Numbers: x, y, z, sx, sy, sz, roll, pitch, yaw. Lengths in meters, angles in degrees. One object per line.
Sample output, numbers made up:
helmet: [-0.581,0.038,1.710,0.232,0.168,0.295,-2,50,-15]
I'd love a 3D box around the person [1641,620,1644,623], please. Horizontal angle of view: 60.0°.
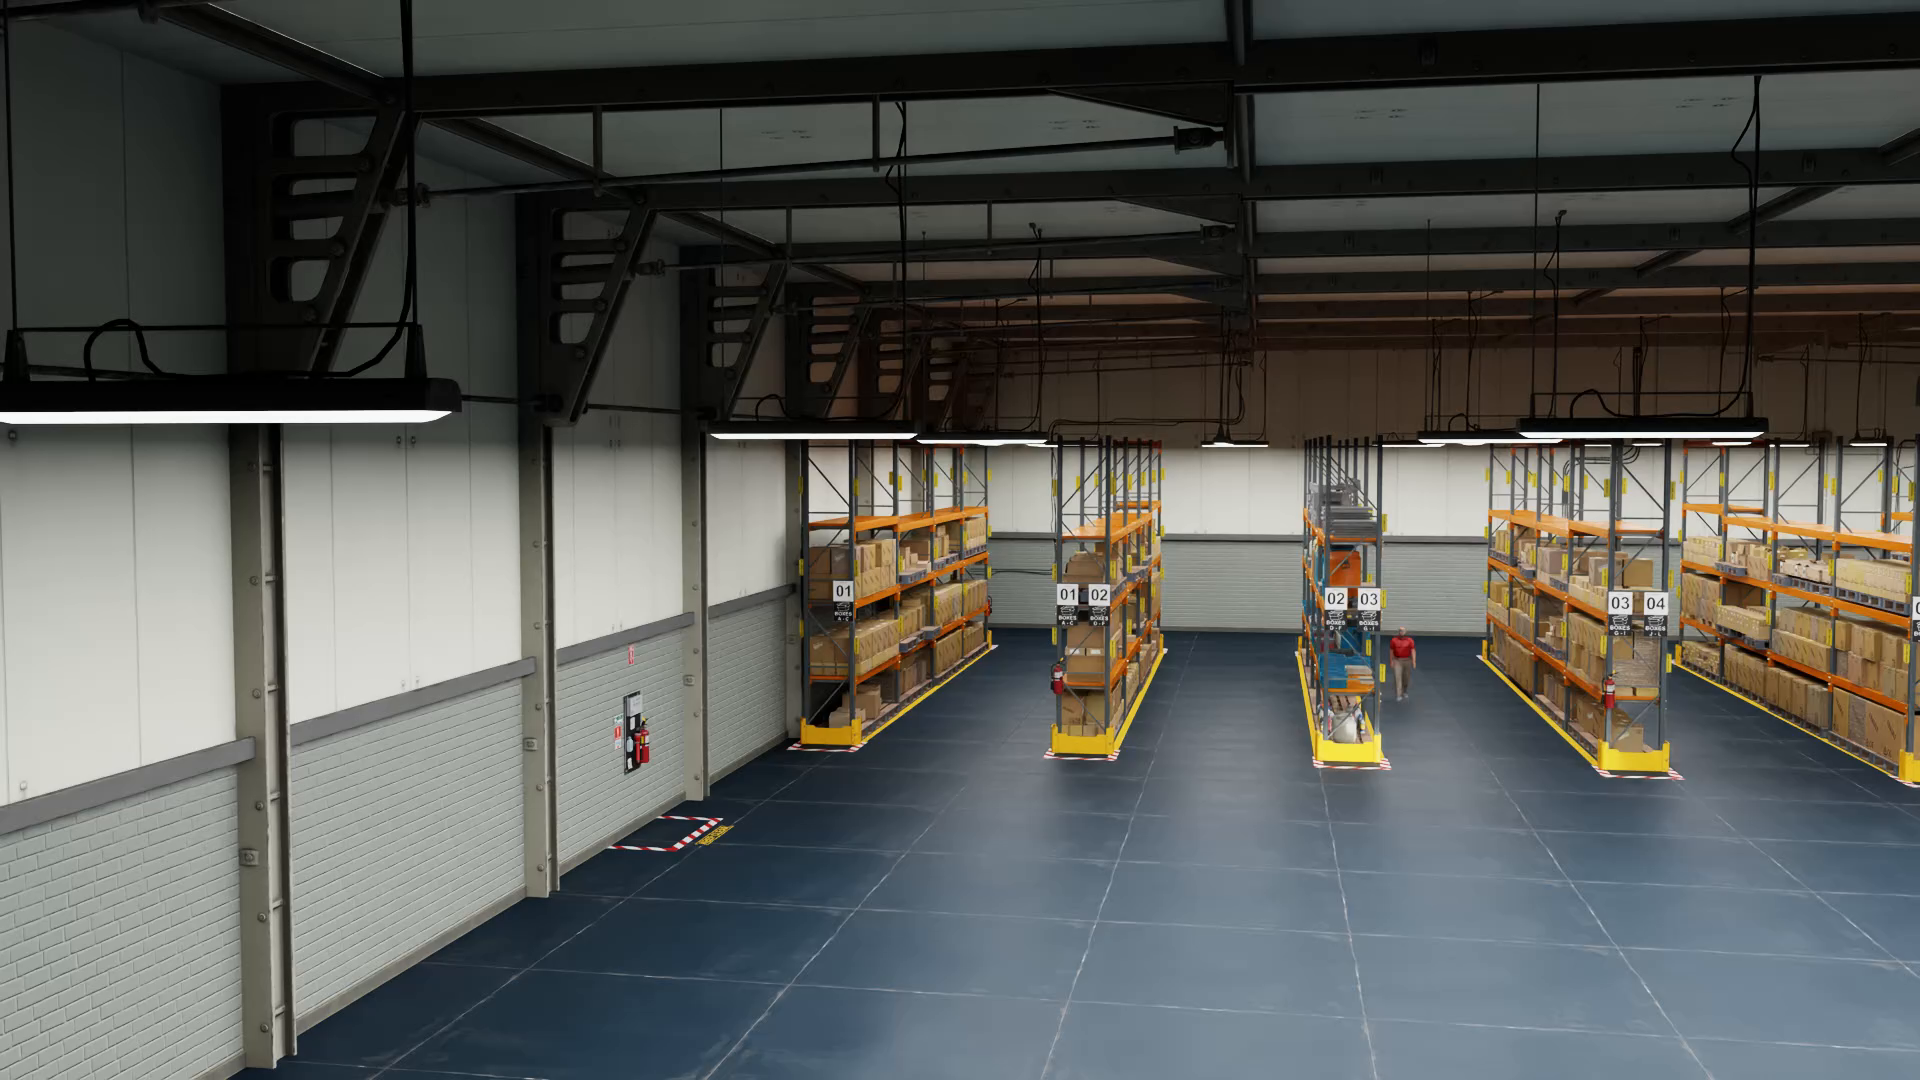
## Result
person: [19.176,2.353,46.050,0.587,1.690,1.114,3,4,44]

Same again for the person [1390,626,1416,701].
person: [10.107,2.808,37.932,0.554,1.673,0.989,0,3,9]
